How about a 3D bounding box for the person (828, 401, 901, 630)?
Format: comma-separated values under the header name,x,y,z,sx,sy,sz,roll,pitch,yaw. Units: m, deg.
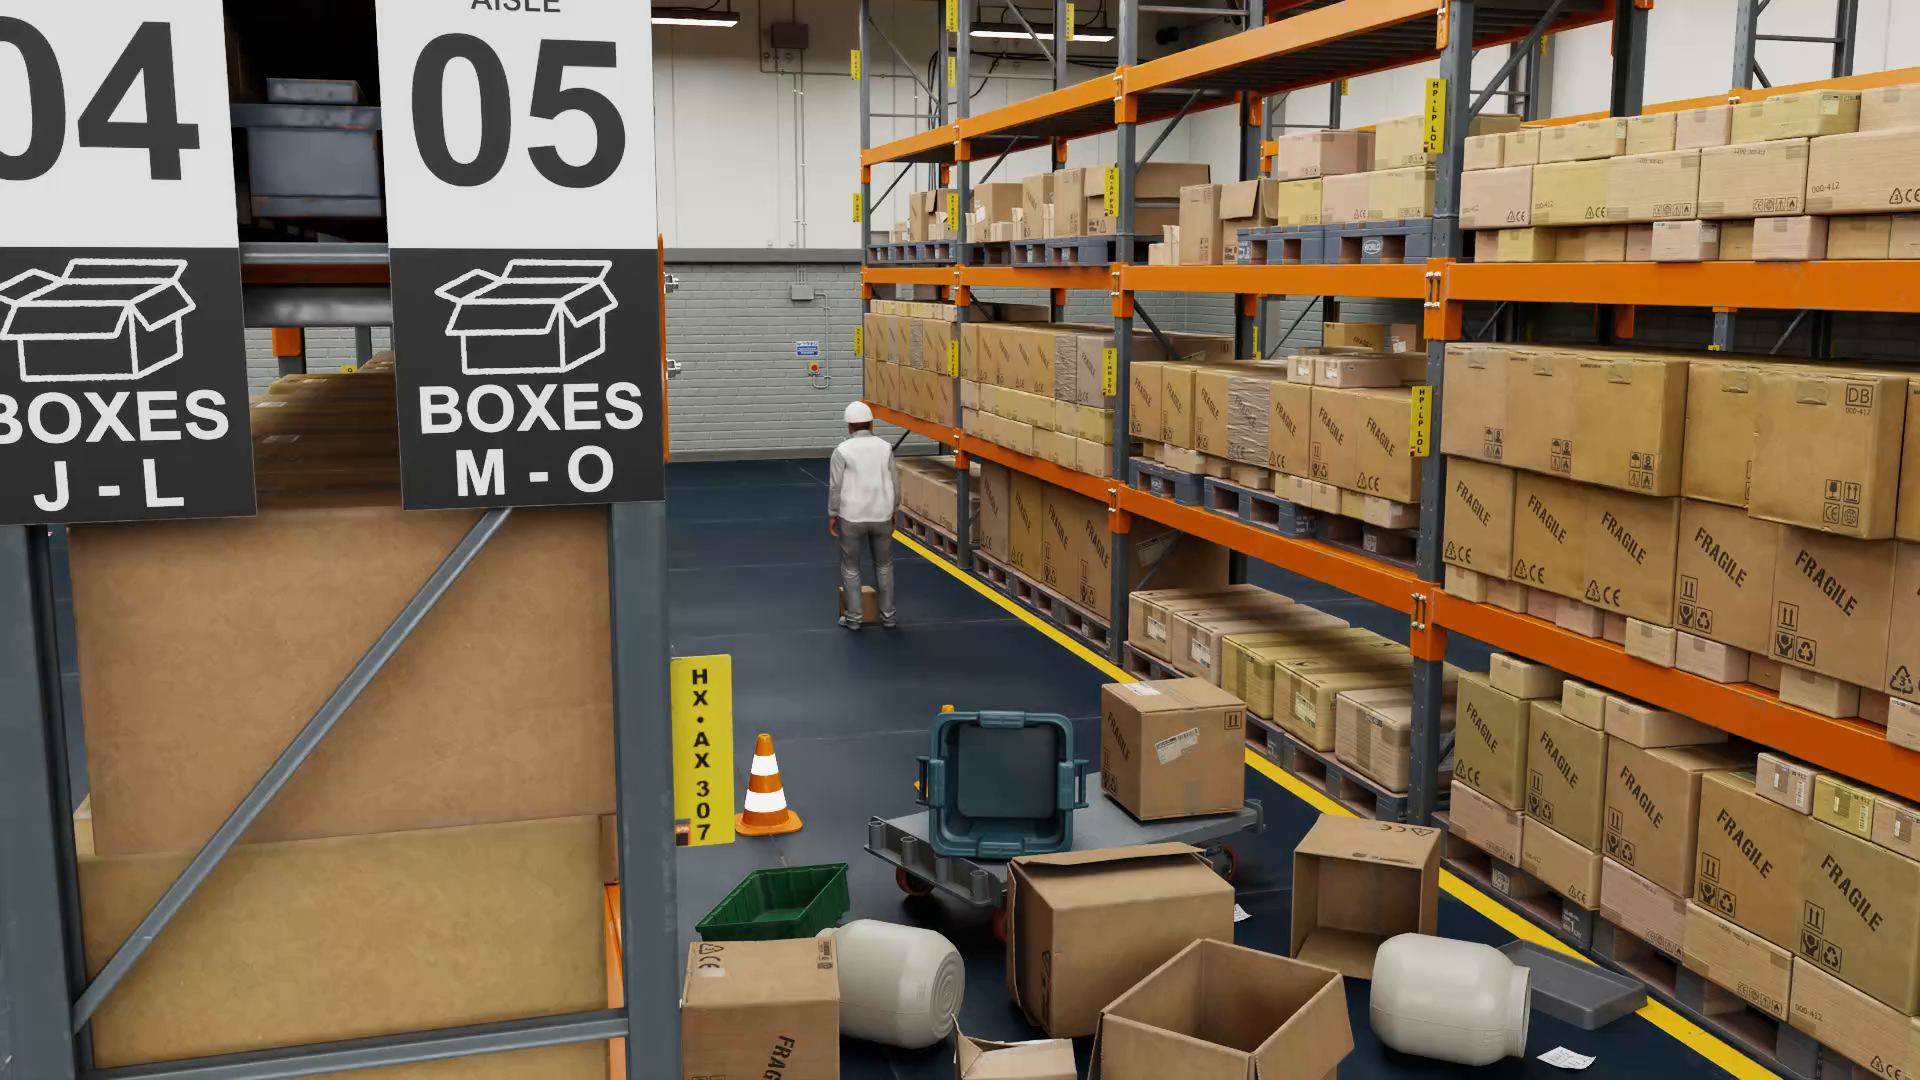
name,x,y,z,sx,sy,sz,roll,pitch,yaw
person,-0.747,-0.191,12.976,0.590,1.770,0.465,-3,10,-19
